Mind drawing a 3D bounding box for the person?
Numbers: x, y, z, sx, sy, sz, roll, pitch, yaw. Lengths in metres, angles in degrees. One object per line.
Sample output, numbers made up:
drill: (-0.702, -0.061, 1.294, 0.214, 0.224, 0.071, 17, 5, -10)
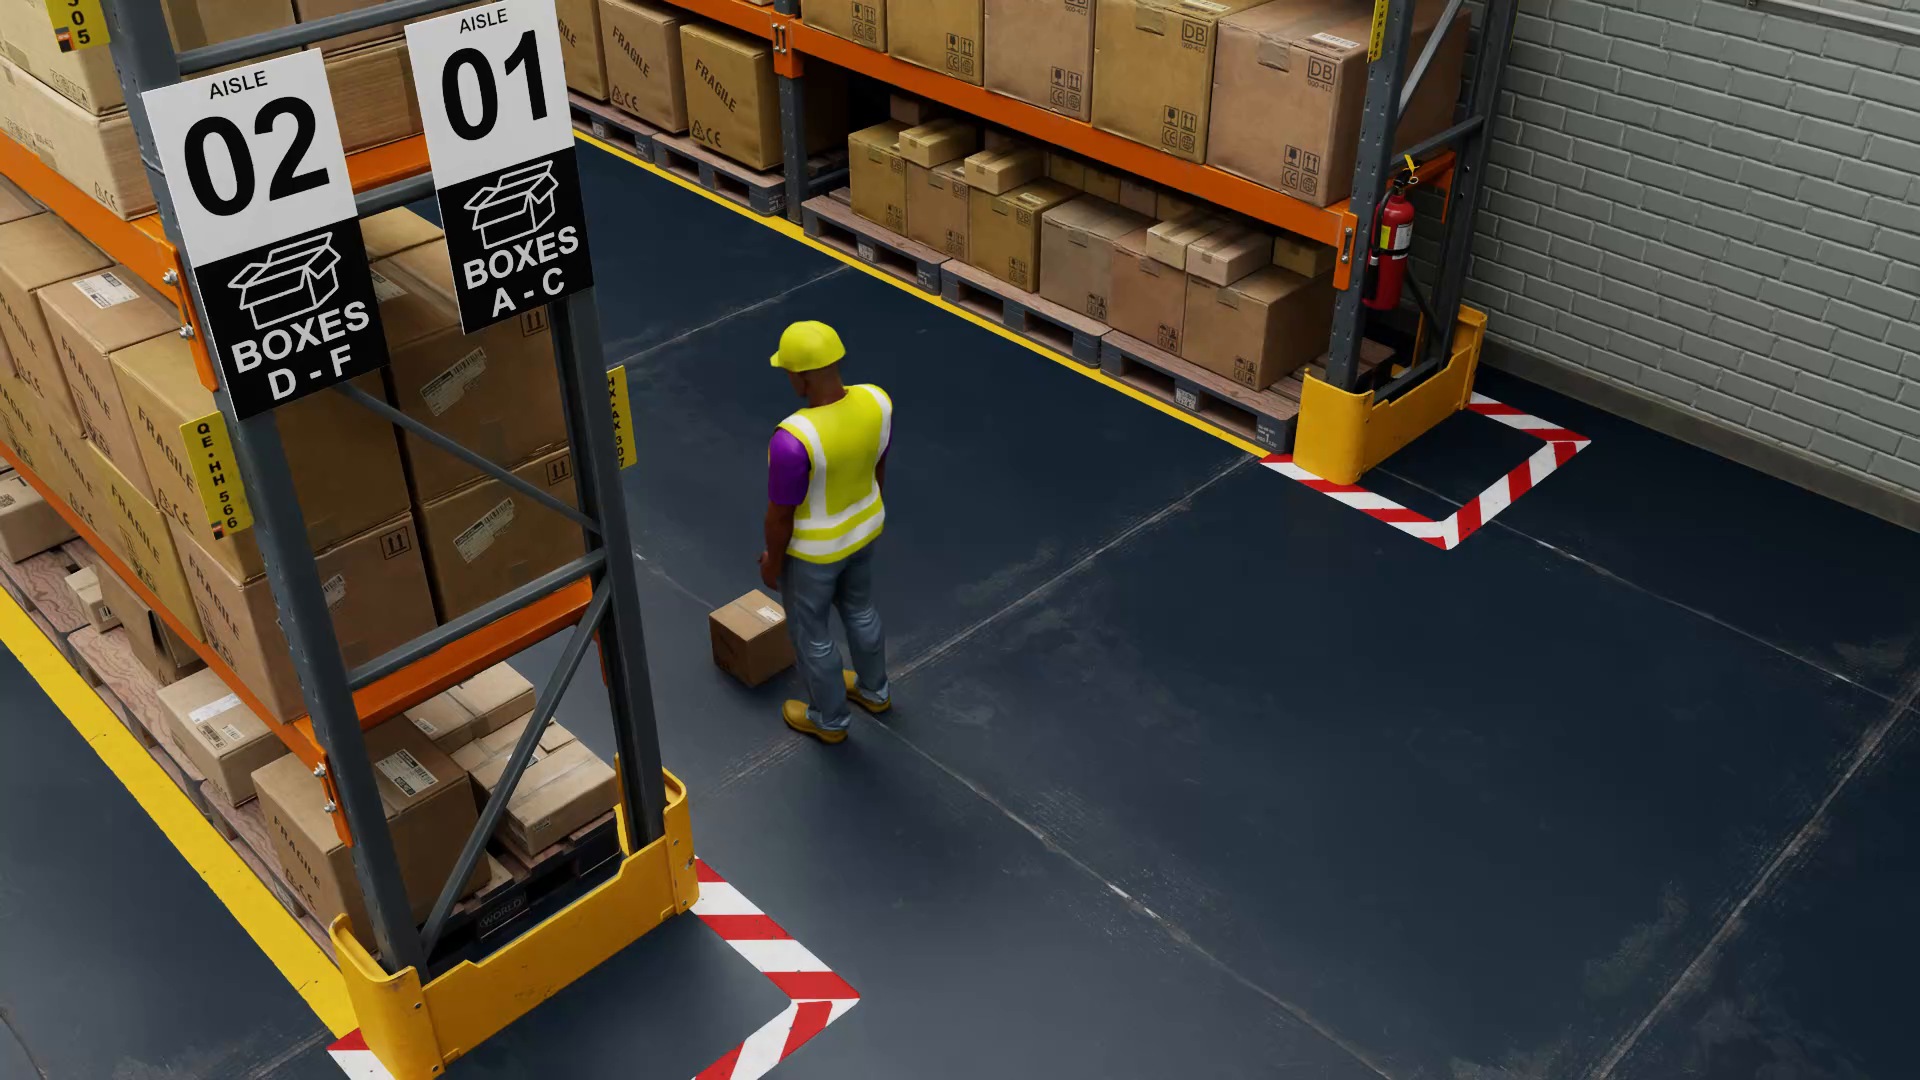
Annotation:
person: (-0.493, -0.015, 6.150, 0.363, 1.761, 0.567, 27, 43, 33)
